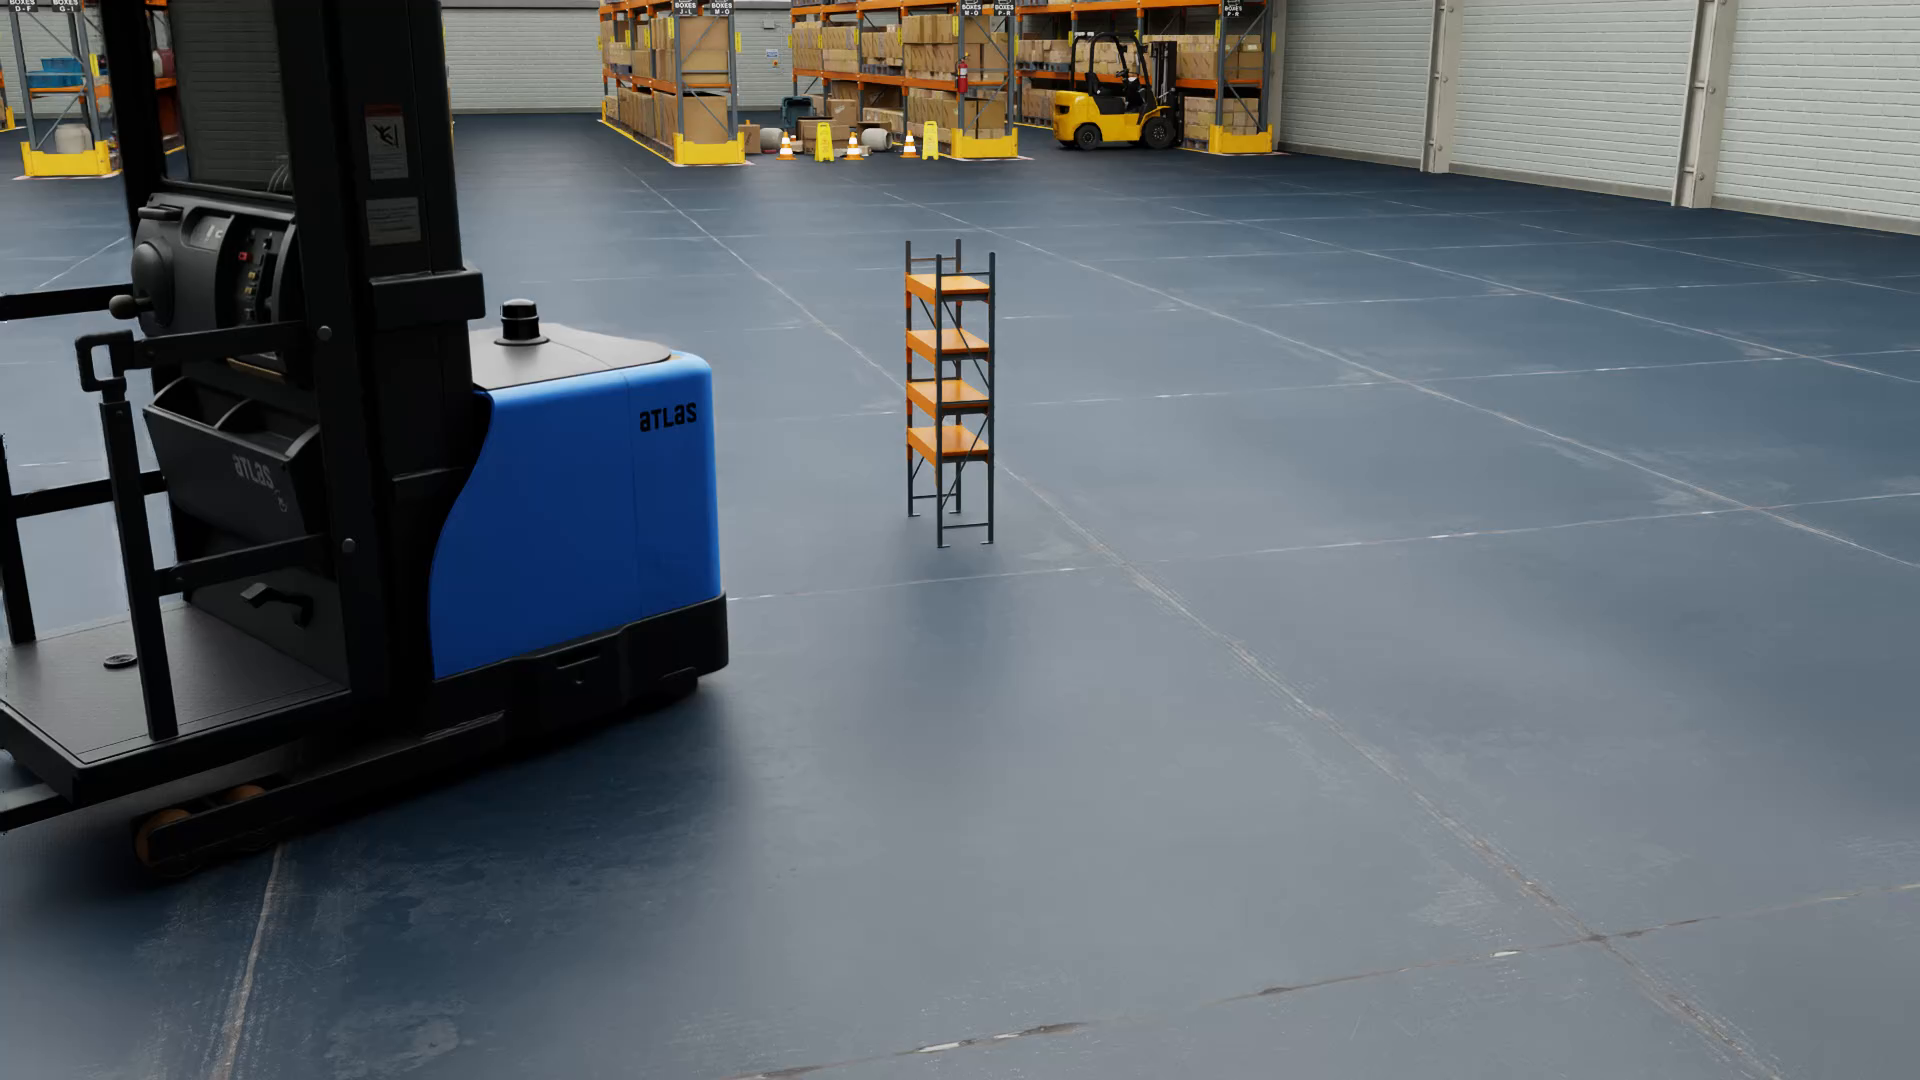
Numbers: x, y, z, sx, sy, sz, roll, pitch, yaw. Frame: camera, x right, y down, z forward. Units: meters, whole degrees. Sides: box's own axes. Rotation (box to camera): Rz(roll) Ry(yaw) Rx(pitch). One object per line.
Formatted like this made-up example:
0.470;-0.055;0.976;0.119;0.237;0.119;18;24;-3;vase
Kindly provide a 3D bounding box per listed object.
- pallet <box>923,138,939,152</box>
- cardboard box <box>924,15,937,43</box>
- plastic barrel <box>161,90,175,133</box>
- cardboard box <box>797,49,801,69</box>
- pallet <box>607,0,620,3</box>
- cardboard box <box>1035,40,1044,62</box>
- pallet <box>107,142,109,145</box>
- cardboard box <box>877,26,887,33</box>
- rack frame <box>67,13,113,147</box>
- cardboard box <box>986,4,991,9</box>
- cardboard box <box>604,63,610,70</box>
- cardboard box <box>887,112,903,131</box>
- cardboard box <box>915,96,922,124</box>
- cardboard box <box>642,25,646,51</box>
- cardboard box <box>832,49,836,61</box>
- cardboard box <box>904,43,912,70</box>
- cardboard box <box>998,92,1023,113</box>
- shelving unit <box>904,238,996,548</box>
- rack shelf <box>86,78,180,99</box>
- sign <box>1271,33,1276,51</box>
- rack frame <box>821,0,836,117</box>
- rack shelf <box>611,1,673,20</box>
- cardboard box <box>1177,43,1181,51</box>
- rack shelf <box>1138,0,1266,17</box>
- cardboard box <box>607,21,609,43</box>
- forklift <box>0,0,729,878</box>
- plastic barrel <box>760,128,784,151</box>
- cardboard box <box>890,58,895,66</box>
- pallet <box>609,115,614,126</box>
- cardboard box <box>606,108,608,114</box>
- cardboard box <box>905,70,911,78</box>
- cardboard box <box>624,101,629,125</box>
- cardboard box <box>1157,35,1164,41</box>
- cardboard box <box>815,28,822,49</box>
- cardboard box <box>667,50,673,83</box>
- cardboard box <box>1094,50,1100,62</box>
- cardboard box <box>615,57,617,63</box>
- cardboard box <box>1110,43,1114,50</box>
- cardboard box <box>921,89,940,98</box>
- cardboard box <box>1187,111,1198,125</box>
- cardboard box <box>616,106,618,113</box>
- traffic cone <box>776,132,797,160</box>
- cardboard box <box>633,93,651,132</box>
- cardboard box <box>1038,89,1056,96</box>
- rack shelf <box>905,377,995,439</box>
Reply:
-0.081;-7.545;31.704;1.003;0.211;1.213;-5;17;-15;pallet
-0.261;-9.362;30.477;0.700;0.500;0.500;-5;17;-16;cardboard box
-16.179;-8.629;33.507;0.600;0.830;0.708;-5;17;-15;plastic barrel
-3.915;-12.476;43.097;0.500;0.500;0.500;-5;17;-16;cardboard box
-7.213;-12.076;37.053;1.213;0.211;1.003;-5;17;-15;pallet
2.210;-11.745;39.936;0.700;0.500;0.500;-5;17;-16;cardboard box
-15.182;-7.105;30.240;1.003;0.211;1.213;-5;17;-15;pallet
-1.638;-11.191;37.081;0.500;0.500;0.500;-5;18;-17;cardboard box
-14.929;-8.227;29.126;1.000;3.000;0.127;-5;17;-15;rack frame
0.899;-14.033;43.677;0.380;0.149;0.250;-5;17;-15;cardboard box
-8.762;-11.920;41.858;0.380;0.149;0.250;-5;17;-17;cardboard box
-0.986;-8.688;34.499;0.950;0.372;0.625;-4;17;-12;cardboard box
-0.578;-8.314;32.161;0.500;0.500;0.500;-4;17;-13;cardboard box
-6.072;-10.209;33.814;0.700;0.500;0.500;-5;17;-16;cardboard box
-2.704;-11.355;38.930;0.500;0.250;0.500;-4;17;-15;cardboard box
-0.786;-9.448;32.502;0.500;0.500;0.500;-5;17;-15;cardboard box
1.395;-11.415;43.355;0.700;0.500;0.500;-5;18;-17;cardboard box
-0.045;-0.620;6.932;0.258;1.200;0.503;-5;17;-15;shelving unit
-15.479;-8.435;31.071;1.077;0.370;4.000;-5;17;-15;rack shelf
5.768;-9.184;30.669;0.100;0.325;0.005;-5;17;-15;sign
-2.837;-11.615;40.404;1.000;3.000;0.127;-5;17;-15;rack frame
-7.019;-11.734;36.839;1.077;0.370;4.000;-5;17;-15;rack shelf
4.374;-9.616;32.448;0.380;0.149;0.250;-5;17;-16;cardboard box
4.683;-10.334;32.178;1.077;0.370;4.000;-5;17;-15;rack shelf
-8.232;-12.259;40.119;0.500;0.500;0.500;-4;17;-14;cardboard box
-2.130;-0.728;4.279;1.130;2.935;3.031;15;23;41;forklift
-3.583;-7.556;31.371;0.512;0.421;0.421;7;18;23;plastic barrel
-1.206;-9.746;33.890;0.380;0.149;0.250;-5;17;-16;cardboard box
-8.126;-10.381;41.144;1.003;0.211;1.213;-5;17;-15;pallet
-8.832;-10.967;42.475;0.380;0.149;0.250;-4;17;-14;cardboard box
-0.860;-9.169;32.699;0.380;0.149;0.250;-5;17;-16;cardboard box
-7.202;-9.543;37.123;0.500;0.500;0.500;-6;18;-18;cardboard box
4.145;-9.970;33.112;0.380;0.149;0.250;-4;17;-14;cardboard box
-3.232;-12.250;40.608;0.500;0.500;0.500;-5;17;-16;cardboard box
-4.589;-8.197;28.767;0.875;0.550;0.550;-5;17;-15;cardboard box
3.184;-10.643;36.560;0.500;0.250;0.500;-5;17;-17;cardboard box
-7.472;-10.700;37.067;0.380;0.149;0.250;-6;18;-18;cardboard box
3.446;-10.582;35.665;0.380;0.149;0.250;-5;17;-15;cardboard box
-0.540;-8.516;31.706;0.380;0.149;0.250;-4;17;-12;cardboard box
4.670;-8.062;31.758;0.500;0.250;0.500;-5;17;-16;cardboard box
-7.961;-10.236;39.522;0.380;0.149;0.250;-4;17;-14;cardboard box
-3.052;-6.920;29.186;0.336;0.463;0.334;-5;17;-15;traffic cone
-6.145;-8.796;34.200;1.050;0.750;0.750;-4;17;-14;cardboard box
2.130;-10.915;40.563;0.380;0.149;0.250;-5;17;-15;cardboard box
-0.045;-0.556;6.951;0.258;0.148;0.480;-5;17;-15;rack shelf
